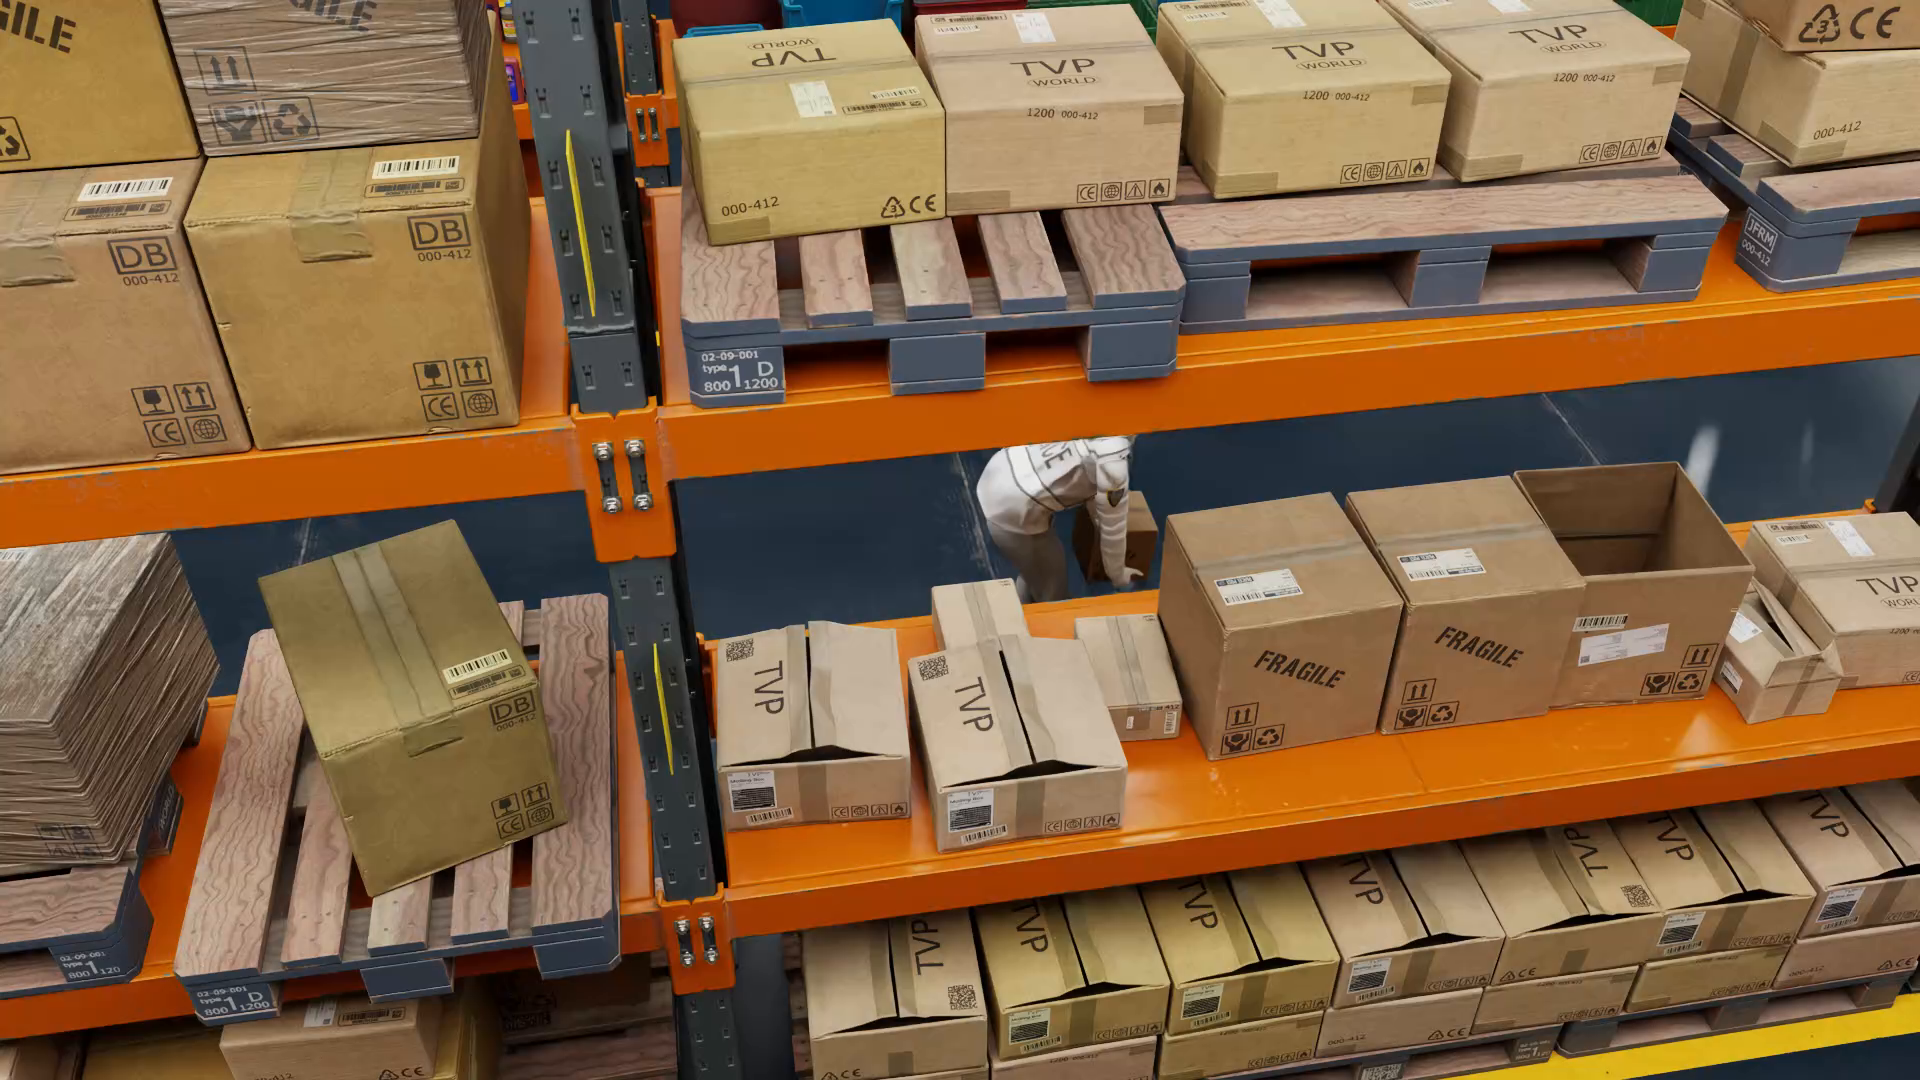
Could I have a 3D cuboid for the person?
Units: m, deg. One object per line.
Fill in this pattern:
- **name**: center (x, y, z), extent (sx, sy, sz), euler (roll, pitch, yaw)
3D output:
- **person**: center (0.474, -0.044, 6.401), extent (0.812, 1.429, 0.412), euler (-7, 39, -9)
